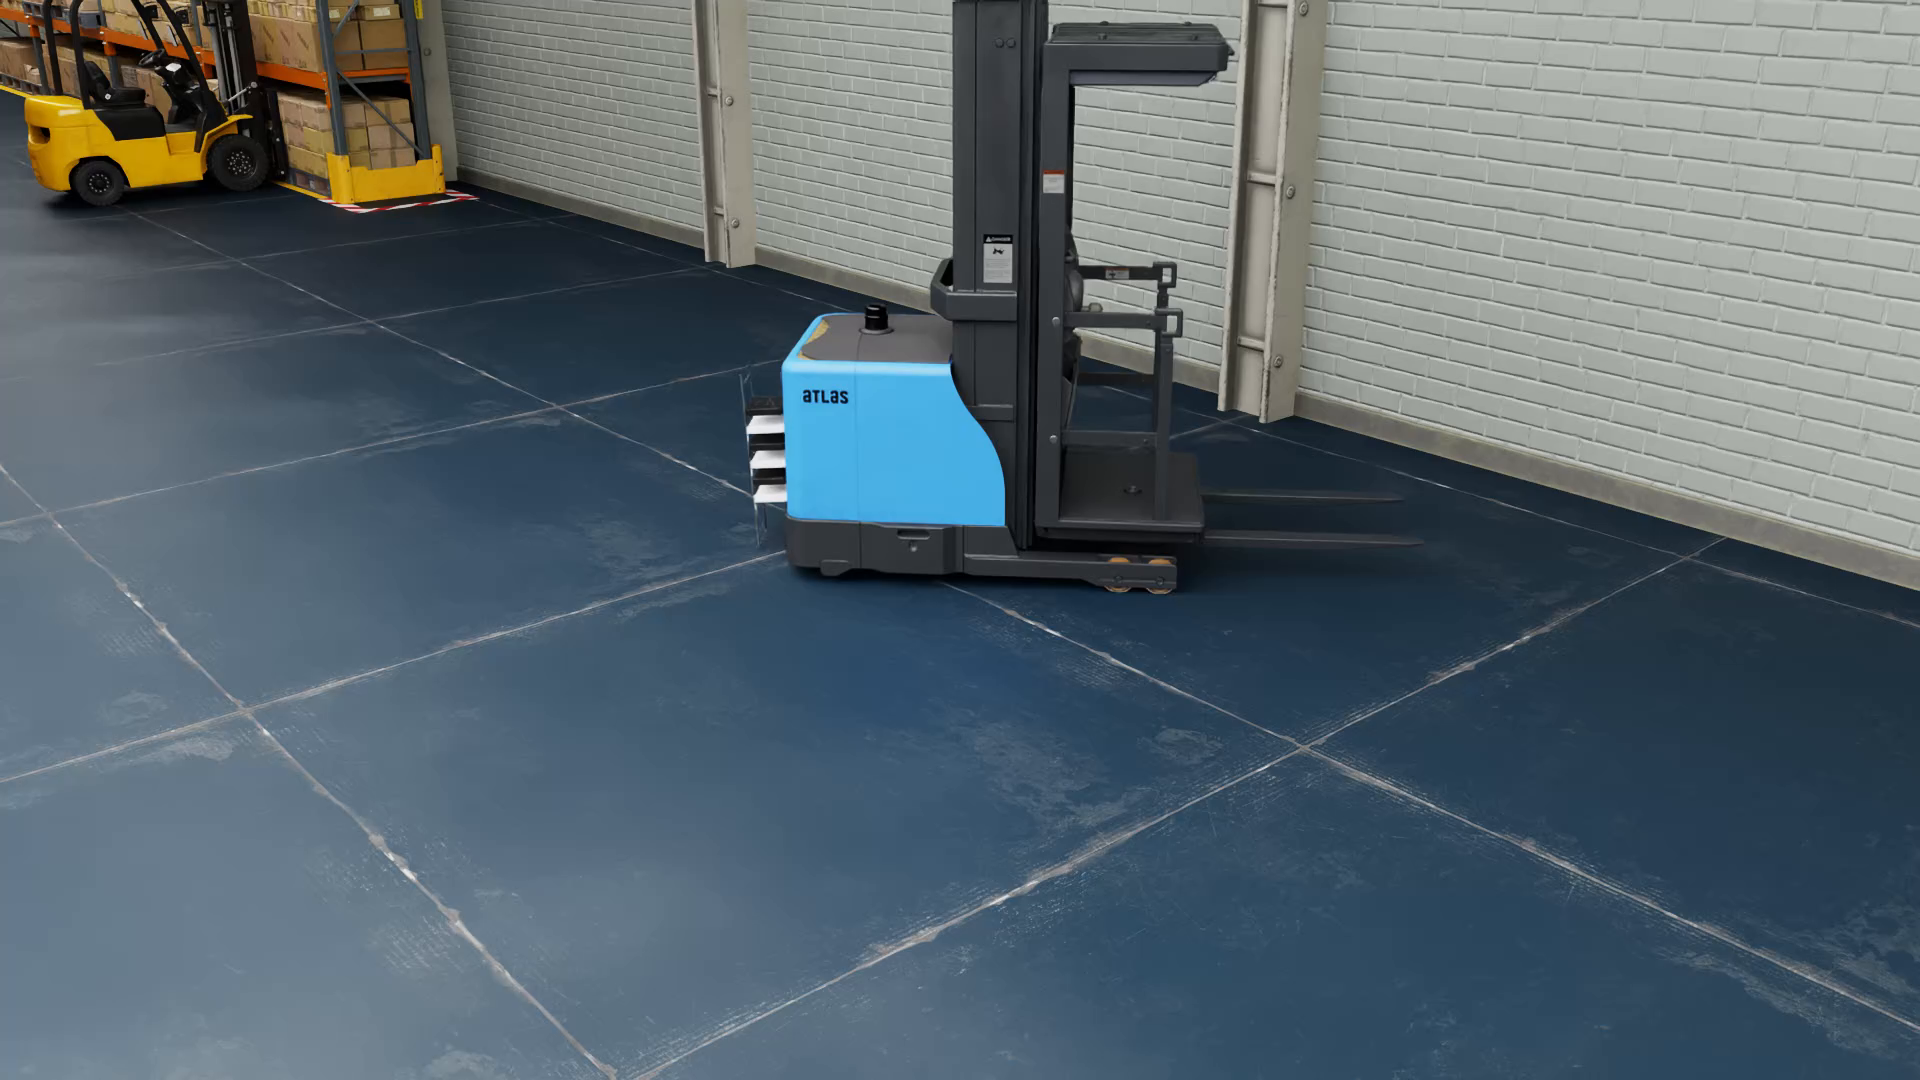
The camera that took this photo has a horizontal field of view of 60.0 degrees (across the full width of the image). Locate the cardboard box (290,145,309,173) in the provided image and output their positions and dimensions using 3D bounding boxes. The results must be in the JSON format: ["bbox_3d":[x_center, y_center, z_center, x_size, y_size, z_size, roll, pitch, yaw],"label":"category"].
[{"bbox_3d":[-7.039,-4.230,18.365,0.500,0.250,0.500,-17,27,-37],"label":"cardboard box"}]

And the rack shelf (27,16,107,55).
[{"bbox_3d":[-12.703,-7.548,24.629,1.077,0.370,4.000,-17,27,-37],"label":"rack shelf"}]

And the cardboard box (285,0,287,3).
[{"bbox_3d":[-7.051,-5.869,17.922,0.380,0.149,0.250,-17,27,-37],"label":"cardboard box"}]

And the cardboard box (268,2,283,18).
[{"bbox_3d":[-7.290,-5.782,18.106,0.380,0.149,0.250,-19,28,-39],"label":"cardboard box"}]

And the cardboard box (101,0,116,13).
[{"bbox_3d":[-11.312,-7.307,22.547,0.500,0.250,0.500,-17,27,-37],"label":"cardboard box"}]

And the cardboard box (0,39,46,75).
[{"bbox_3d":[-15.764,-8.136,27.994,0.700,0.500,0.500,-16,27,-35],"label":"cardboard box"}]

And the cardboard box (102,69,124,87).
[{"bbox_3d":[-11.837,-6.428,23.634,0.500,0.500,0.500,-16,27,-36],"label":"cardboard box"}]

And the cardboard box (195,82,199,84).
[{"bbox_3d":[-9.136,-5.457,20.983,0.875,0.625,0.625,-16,26,-35],"label":"cardboard box"}]

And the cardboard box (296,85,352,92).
[{"bbox_3d":[-7.323,-5.100,19.216,0.500,0.250,0.500,-18,28,-38],"label":"cardboard box"}]

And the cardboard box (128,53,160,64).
[{"bbox_3d":[-11.878,-7.012,24.236,0.380,0.149,0.250,-17,27,-37],"label":"cardboard box"}]

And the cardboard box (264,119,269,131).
[{"bbox_3d":[-7.726,-4.746,18.998,0.500,0.250,0.500,-18,27,-38],"label":"cardboard box"}]

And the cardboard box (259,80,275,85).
[{"bbox_3d":[-8.383,-5.254,19.609,0.500,0.250,0.500,-17,27,-37],"label":"cardboard box"}]

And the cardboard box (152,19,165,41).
[{"bbox_3d":[-9.947,-6.515,21.210,0.500,0.250,0.500,-17,27,-37],"label":"cardboard box"}]

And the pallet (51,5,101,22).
[{"bbox_3d":[-12.671,-7.777,24.491,1.003,0.211,1.213,-17,27,-37],"label":"pallet"}]

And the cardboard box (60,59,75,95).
[{"bbox_3d":[-13.186,-6.996,25.086,0.500,0.500,0.500,-18,28,-39],"label":"cardboard box"}]

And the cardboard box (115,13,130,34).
[{"bbox_3d":[-10.969,-6.940,22.295,0.500,0.250,0.500,-18,28,-39],"label":"cardboard box"}]

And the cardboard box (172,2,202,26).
[{"bbox_3d":[-9.301,-6.463,20.393,0.500,0.250,0.500,-18,28,-39],"label":"cardboard box"}]

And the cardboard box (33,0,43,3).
[{"bbox_3d":[-13.525,-8.348,24.972,0.700,0.500,0.500,-17,27,-37],"label":"cardboard box"}]

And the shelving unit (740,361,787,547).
[{"bbox_3d":[-0.933,-0.433,8.340,0.210,0.900,0.258,-2,21,4],"label":"shelving unit"}]

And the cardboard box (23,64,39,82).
[{"bbox_3d":[-14.828,-7.541,26.797,0.396,0.266,0.258,-16,27,-36],"label":"cardboard box"}]

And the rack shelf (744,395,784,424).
[{"bbox_3d":[-0.946,-0.653,8.255,0.200,0.077,0.258,-2,21,4],"label":"rack shelf"}]

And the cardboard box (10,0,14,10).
[{"bbox_3d":[-14.933,-8.558,26.567,0.380,0.149,0.250,-17,27,-36],"label":"cardboard box"}]

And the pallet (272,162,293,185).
[{"bbox_3d":[-7.499,-4.360,19.327,1.003,0.211,1.213,-17,27,-37],"label":"pallet"}]

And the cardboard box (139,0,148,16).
[{"bbox_3d":[-10.287,-6.890,21.483,0.500,0.250,0.500,-17,27,-37],"label":"cardboard box"}]

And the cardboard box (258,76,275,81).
[{"bbox_3d":[-8.319,-5.516,20.279,0.500,0.250,0.500,-17,27,-36],"label":"cardboard box"}]

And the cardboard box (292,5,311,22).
[{"bbox_3d":[-6.804,-5.562,17.544,0.380,0.149,0.250,-17,27,-37],"label":"cardboard box"}]

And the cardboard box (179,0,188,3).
[{"bbox_3d":[-9.360,-6.683,20.406,0.380,0.149,0.250,-18,28,-38],"label":"cardboard box"}]

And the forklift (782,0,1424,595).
[{"bbox_3d":[0.709,-1.311,7.812,3.031,2.935,1.130,2,21,5],"label":"forklift"}]

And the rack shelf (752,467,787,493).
[{"bbox_3d":[-0.926,-0.318,8.385,0.200,0.077,0.258,-2,21,4],"label":"rack shelf"}]

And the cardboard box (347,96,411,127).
[{"bbox_3d":[-6.346,-4.679,18.141,0.500,0.250,0.500,-18,28,-38],"label":"cardboard box"}]

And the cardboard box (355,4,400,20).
[{"bbox_3d":[-6.201,-5.624,17.704,0.380,0.149,0.250,-18,28,-39],"label":"cardboard box"}]

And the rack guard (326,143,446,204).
[{"bbox_3d":[-6.160,-3.950,17.883,1.175,0.500,0.348,-17,27,-37],"label":"rack guard"}]

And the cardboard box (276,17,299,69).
[{"bbox_3d":[-7.028,-5.386,17.985,0.500,0.500,0.500,-16,27,-36],"label":"cardboard box"}]

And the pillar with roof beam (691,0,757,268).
[{"bbox_3d":[-5.292,-5.638,10.540,9.100,9.000,0.400,-17,27,-37],"label":"pillar with roof beam"}]

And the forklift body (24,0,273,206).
[{"bbox_3d":[-8.796,-4.815,17.828,2.313,2.155,1.214,-17,27,-37],"label":"forklift body"}]

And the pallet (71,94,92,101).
[{"bbox_3d":[-12.649,-6.584,25.006,1.003,0.211,1.213,-17,27,-37],"label":"pallet"}]

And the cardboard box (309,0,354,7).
[{"bbox_3d":[-6.569,-5.656,17.378,0.380,0.149,0.250,-17,27,-37],"label":"cardboard box"}]

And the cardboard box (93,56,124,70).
[{"bbox_3d":[-12.114,-6.808,23.716,0.380,0.149,0.250,-19,28,-40],"label":"cardboard box"}]

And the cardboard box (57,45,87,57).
[{"bbox_3d":[-13.561,-7.481,25.433,0.380,0.149,0.250,-19,28,-40],"label":"cardboard box"}]

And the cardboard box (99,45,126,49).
[{"bbox_3d":[-12.883,-7.446,25.345,0.380,0.149,0.250,-17,27,-36],"label":"cardboard box"}]

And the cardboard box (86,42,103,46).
[{"bbox_3d":[-13.374,-7.665,25.903,0.380,0.149,0.250,-17,27,-37],"label":"cardboard box"}]

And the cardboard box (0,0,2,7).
[{"bbox_3d":[-15.623,-8.832,27.265,0.380,0.149,0.250,-17,27,-36],"label":"cardboard box"}]

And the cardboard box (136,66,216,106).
[{"bbox_3d":[-10.569,-6.066,22.539,0.875,0.625,0.625,-16,27,-36],"label":"cardboard box"}]

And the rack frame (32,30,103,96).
[{"bbox_3d":[-14.009,-8.436,25.909,1.000,3.000,0.127,-17,27,-37],"label":"rack frame"}]

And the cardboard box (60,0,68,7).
[{"bbox_3d":[-12.603,-7.981,24.031,0.797,0.503,0.637,-18,28,-39],"label":"cardboard box"}]

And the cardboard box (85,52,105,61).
[{"bbox_3d":[-12.553,-7.044,24.318,0.380,0.149,0.250,-18,28,-38],"label":"cardboard box"}]

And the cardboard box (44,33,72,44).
[{"bbox_3d":[-13.930,-7.760,25.738,0.380,0.149,0.250,-18,28,-38],"label":"cardboard box"}]

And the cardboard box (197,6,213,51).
[{"bbox_3d":[-8.695,-6.087,19.776,0.500,0.500,0.500,-18,28,-39],"label":"cardboard box"}]

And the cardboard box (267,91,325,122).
[{"bbox_3d":[-7.387,-4.831,18.528,0.500,0.250,0.500,-17,27,-37],"label":"cardboard box"}]

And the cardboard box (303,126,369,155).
[{"bbox_3d":[-6.730,-4.328,17.931,0.500,0.250,0.500,-18,28,-38],"label":"cardboard box"}]

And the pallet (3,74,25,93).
[{"bbox_3d":[-15.257,-7.664,27.763,1.003,0.211,1.213,-17,27,-37],"label":"pallet"}]

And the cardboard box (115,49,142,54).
[{"bbox_3d":[-12.387,-7.227,24.785,0.380,0.149,0.250,-17,27,-37],"label":"cardboard box"}]

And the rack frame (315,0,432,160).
[{"bbox_3d":[-6.176,-5.120,17.444,1.000,3.000,0.127,-17,27,-37],"label":"rack frame"}]

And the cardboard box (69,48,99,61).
[{"bbox_3d":[-13.076,-7.261,24.872,0.380,0.149,0.250,-16,27,-36],"label":"cardboard box"}]
